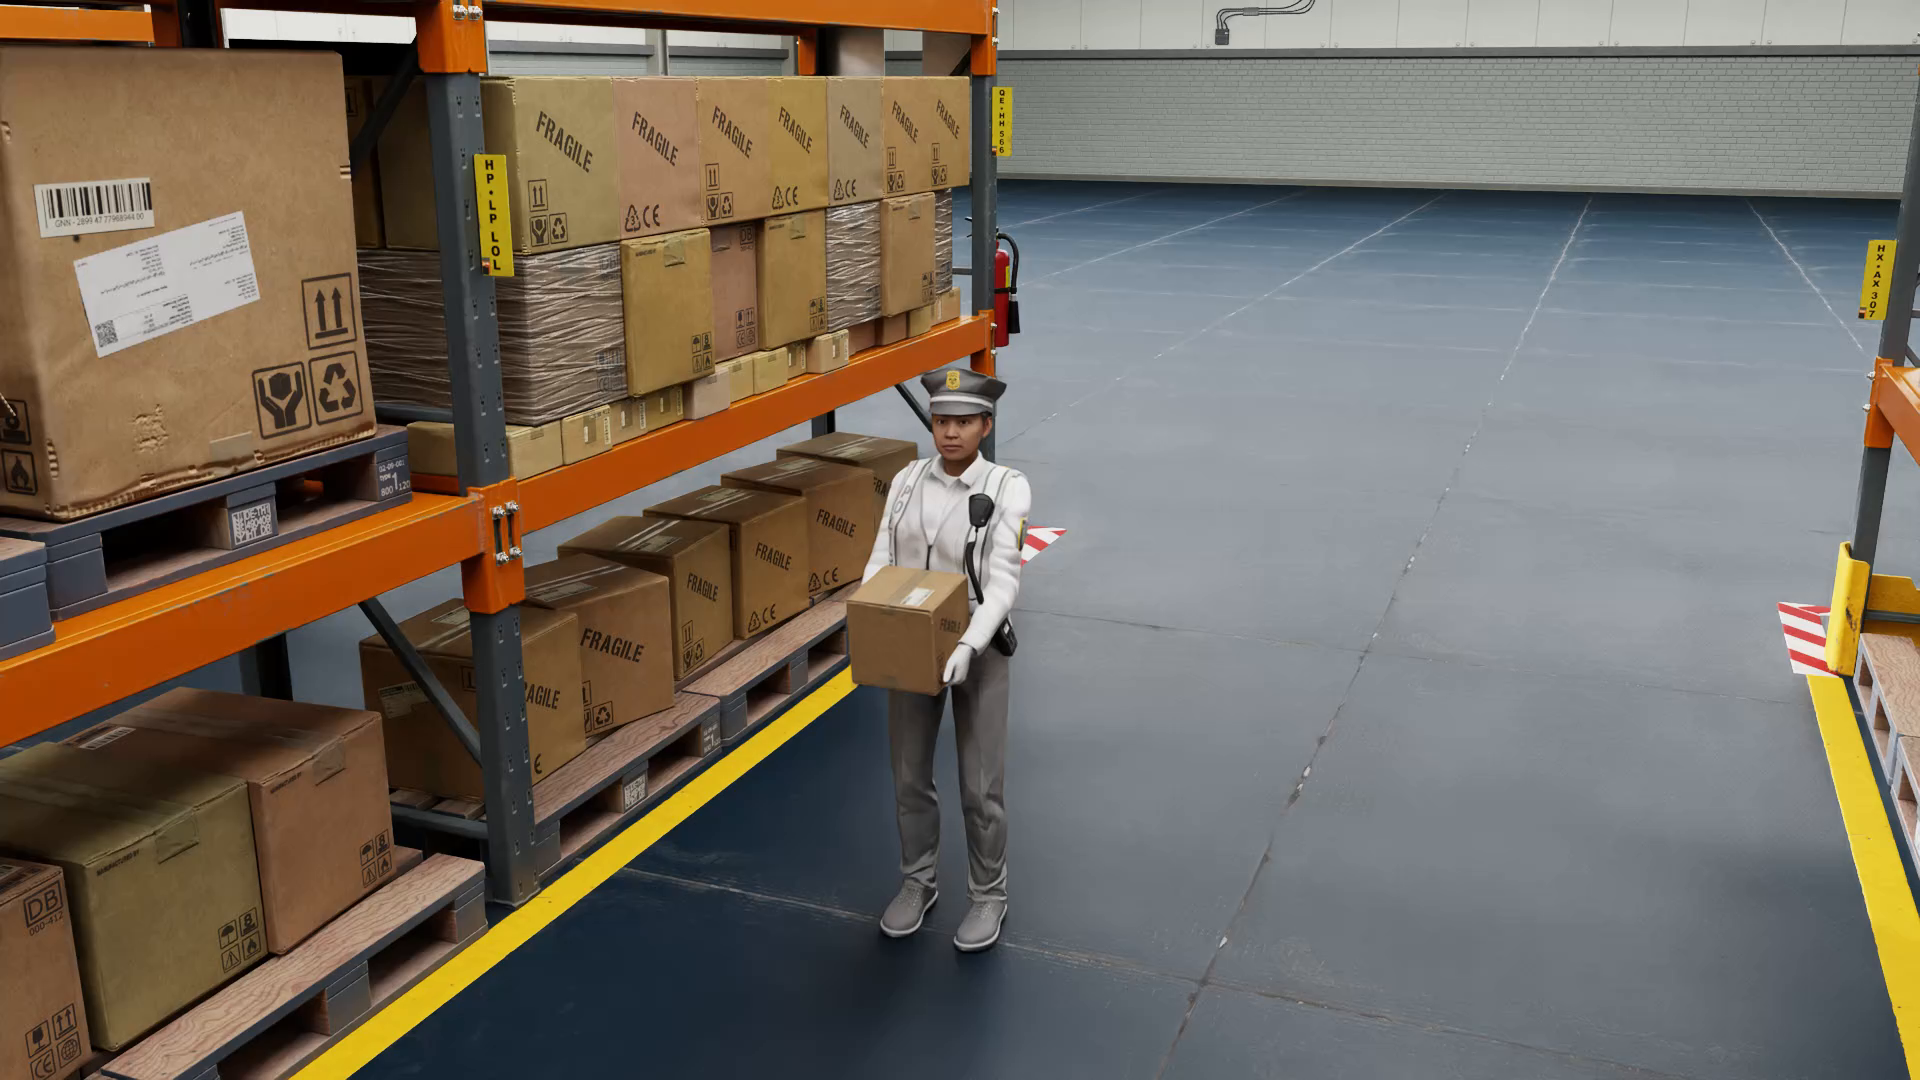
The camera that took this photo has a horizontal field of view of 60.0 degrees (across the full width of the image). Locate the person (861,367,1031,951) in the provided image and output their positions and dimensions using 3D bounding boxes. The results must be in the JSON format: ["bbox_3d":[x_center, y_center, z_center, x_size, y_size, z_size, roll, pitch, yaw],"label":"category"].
[{"bbox_3d":[-0.061,0.351,4.723,0.459,1.688,0.543,6,17,22],"label":"person"}]
